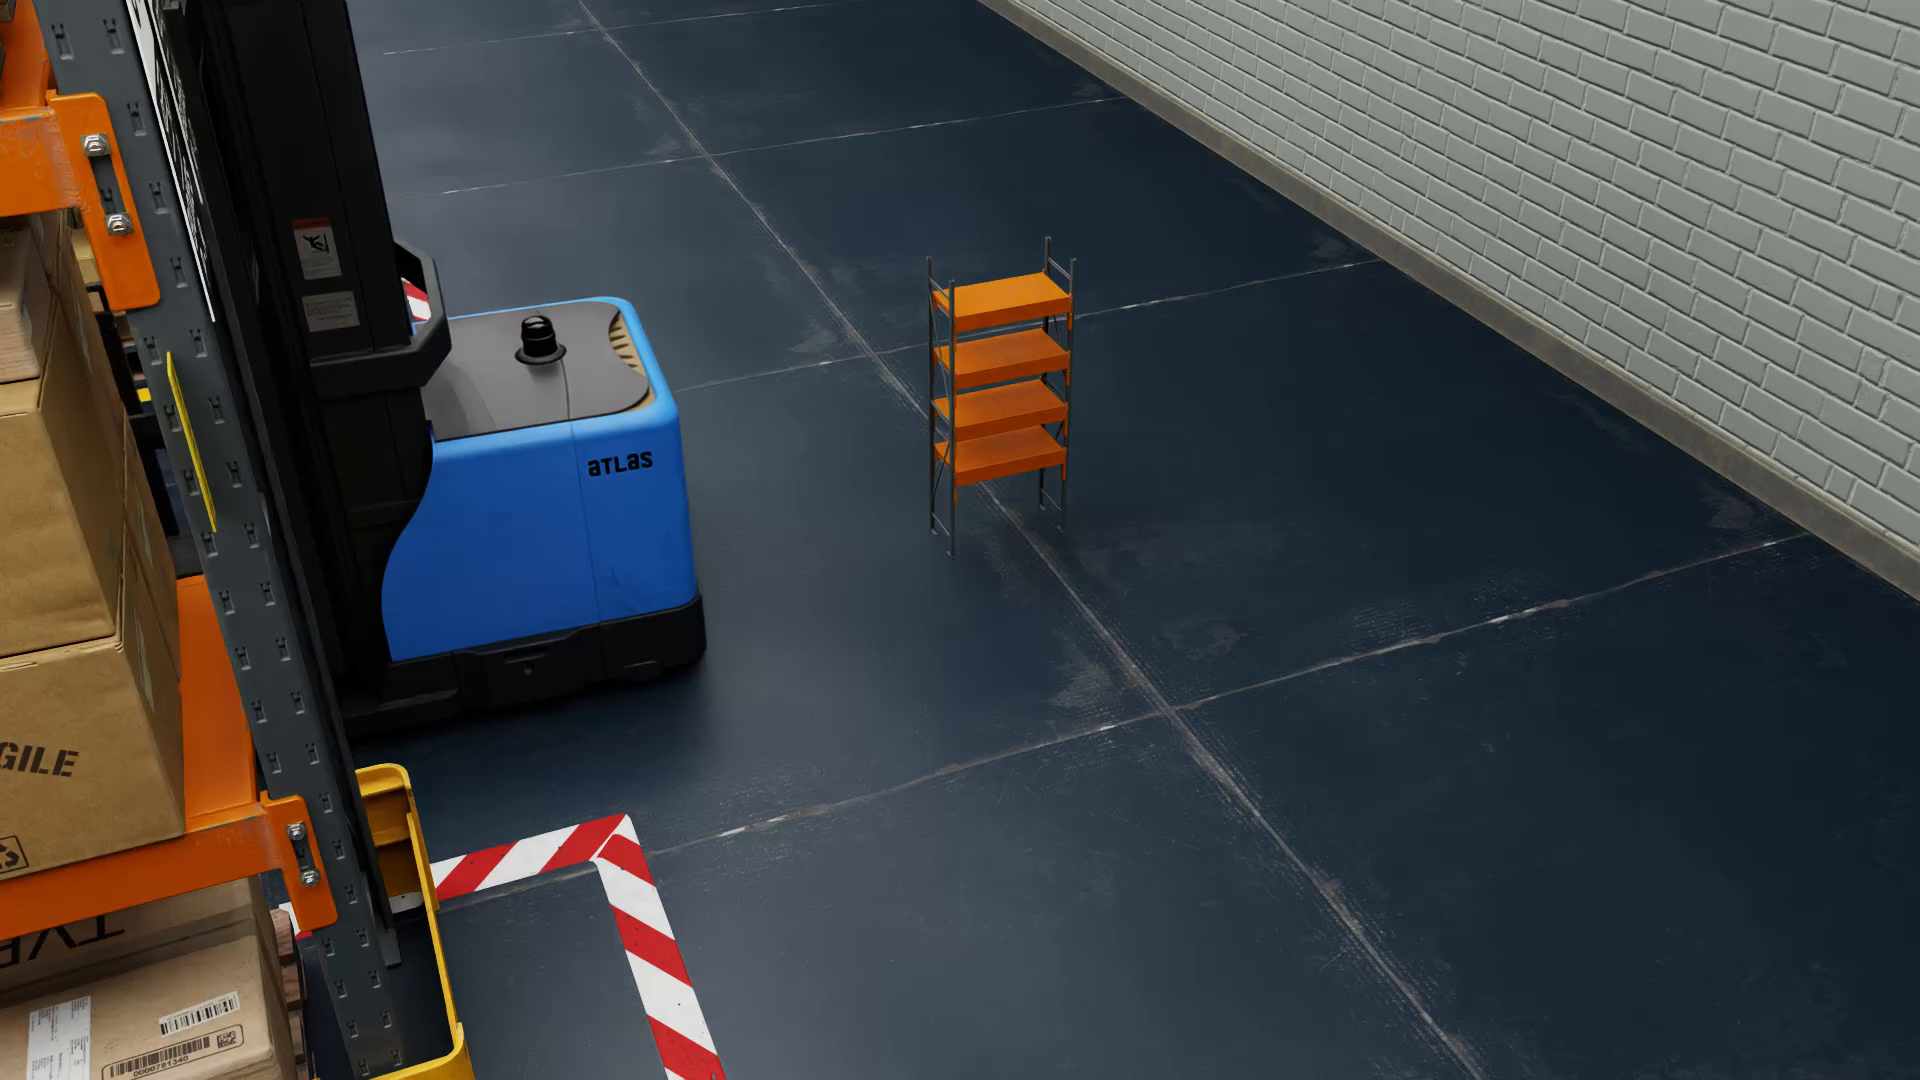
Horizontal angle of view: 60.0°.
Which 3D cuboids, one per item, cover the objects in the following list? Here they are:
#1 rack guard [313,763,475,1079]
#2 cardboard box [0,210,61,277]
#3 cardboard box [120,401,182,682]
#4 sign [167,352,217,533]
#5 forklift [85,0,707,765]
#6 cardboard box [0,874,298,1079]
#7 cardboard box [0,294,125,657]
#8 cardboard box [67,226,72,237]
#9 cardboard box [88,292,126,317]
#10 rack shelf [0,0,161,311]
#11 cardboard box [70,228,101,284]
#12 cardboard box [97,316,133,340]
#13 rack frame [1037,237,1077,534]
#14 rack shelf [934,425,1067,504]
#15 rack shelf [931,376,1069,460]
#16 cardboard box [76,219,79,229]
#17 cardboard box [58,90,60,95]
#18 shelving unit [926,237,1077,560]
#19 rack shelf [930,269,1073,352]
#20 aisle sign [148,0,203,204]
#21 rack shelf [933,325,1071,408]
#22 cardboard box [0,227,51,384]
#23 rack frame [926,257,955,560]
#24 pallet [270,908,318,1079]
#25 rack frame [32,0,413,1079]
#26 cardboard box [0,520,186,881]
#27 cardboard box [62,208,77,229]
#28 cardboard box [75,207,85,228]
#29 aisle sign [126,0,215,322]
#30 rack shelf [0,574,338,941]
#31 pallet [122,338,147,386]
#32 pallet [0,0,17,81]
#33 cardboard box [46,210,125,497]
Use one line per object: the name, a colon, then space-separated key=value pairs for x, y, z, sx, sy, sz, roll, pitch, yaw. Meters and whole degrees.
rack guard: x=-1.554 y=1.178 z=4.481 sx=0.348 sy=0.500 sz=1.175 roll=-13 pitch=35 yaw=-19
cardboard box: x=-2.011 y=-0.662 z=3.414 sx=0.250 sy=0.149 sz=0.380 roll=-12 pitch=35 yaw=-18
cardboard box: x=-2.130 y=0.050 z=3.831 sx=0.500 sy=0.500 sz=0.500 roll=-13 pitch=35 yaw=-19
sign: x=-1.379 y=-0.173 z=2.987 sx=0.005 sy=0.325 sz=0.100 roll=-13 pitch=35 yaw=-19
forklift: x=-2.492 y=-0.741 z=5.201 sx=3.031 sy=2.935 sz=1.130 roll=-11 pitch=35 yaw=-16
cardboard box: x=-2.146 y=1.223 z=4.084 sx=0.875 sy=0.438 sz=0.875 roll=-14 pitch=36 yaw=-21
cardboard box: x=-1.929 y=-0.104 z=3.151 sx=0.500 sy=0.500 sz=0.500 roll=-12 pitch=35 yaw=-17
cardboard box: x=-4.230 y=-1.300 z=7.680 sx=0.250 sy=0.149 sz=0.380 roll=-12 pitch=35 yaw=-18
cardboard box: x=-3.962 y=-1.183 z=7.774 sx=0.250 sy=0.149 sz=0.380 roll=-14 pitch=36 yaw=-20
rack shelf: x=-3.421 y=-0.398 z=2.521 sx=4.000 sy=0.370 sz=1.077 roll=-13 pitch=35 yaw=-19
cardboard box: x=-3.976 y=-1.324 z=7.718 sx=0.250 sy=0.149 sz=0.380 roll=-12 pitch=35 yaw=-18
cardboard box: x=-3.991 y=-1.098 z=7.915 sx=0.250 sy=0.149 sz=0.380 roll=-12 pitch=35 yaw=-18
rack frame: x=0.378 y=-0.589 z=6.556 sx=0.015 sy=1.200 sz=0.240 roll=-13 pitch=35 yaw=-19
rack shelf: x=0.153 y=-0.315 z=6.621 sx=0.480 sy=0.148 sz=0.258 roll=-13 pitch=35 yaw=-19
rack shelf: x=0.153 y=-0.481 z=6.513 sx=0.480 sy=0.148 sz=0.258 roll=-13 pitch=35 yaw=-19
cardboard box: x=-4.443 y=-1.427 z=8.149 sx=0.250 sy=0.149 sz=0.380 roll=-13 pitch=35 yaw=-19
cardboard box: x=-4.021 y=-1.983 z=7.277 sx=0.250 sy=0.149 sz=0.380 roll=-13 pitch=35 yaw=-19
shelving unit: x=0.153 y=-0.538 z=6.476 sx=0.503 sy=1.200 sz=0.258 roll=-13 pitch=35 yaw=-19
rack shelf: x=0.153 y=-0.867 z=6.262 sx=0.480 sy=0.148 sz=0.258 roll=-13 pitch=35 yaw=-19
aisle sign: x=-1.623 y=-1.115 z=3.330 sx=0.004 sy=0.787 sz=0.394 roll=-13 pitch=35 yaw=-19
rack shelf: x=0.153 y=-0.669 z=6.391 sx=0.480 sy=0.148 sz=0.258 roll=-13 pitch=35 yaw=-19
cardboard box: x=-1.830 y=-0.421 z=3.044 sx=0.250 sy=0.149 sz=0.380 roll=-12 pitch=35 yaw=-18
rack frame: x=-0.072 y=-0.486 z=6.397 sx=0.015 sy=1.200 sz=0.240 roll=-13 pitch=35 yaw=-19
pallet: x=-2.284 y=1.512 z=4.232 sx=1.213 sy=0.211 sz=1.003 roll=-13 pitch=35 yaw=-19
rack frame: x=-1.577 y=0.135 z=3.792 sx=0.127 sy=3.000 sz=1.000 roll=-13 pitch=35 yaw=-19
cardboard box: x=-1.919 y=0.328 z=3.403 sx=0.500 sy=0.500 sz=0.500 roll=-13 pitch=35 yaw=-19
cardboard box: x=-4.408 y=-1.504 z=7.995 sx=0.250 sy=0.149 sz=0.380 roll=-12 pitch=35 yaw=-18
cardboard box: x=-4.201 y=-1.623 z=8.178 sx=0.250 sy=0.149 sz=0.380 roll=-15 pitch=36 yaw=-21
aisle sign: x=-1.390 y=-0.814 z=2.866 sx=0.004 sy=0.787 sz=0.394 roll=-13 pitch=35 yaw=-19
rack shelf: x=-3.421 y=0.859 z=3.339 sx=4.000 sy=0.370 sz=1.077 roll=-13 pitch=35 yaw=-19
pallet: x=-4.419 y=-0.994 z=8.084 sx=1.213 sy=0.211 sz=1.003 roll=-13 pitch=35 yaw=-19
pallet: x=-2.257 y=-0.923 z=2.749 sx=1.213 sy=0.211 sz=1.003 roll=-13 pitch=35 yaw=-19
cardboard box: x=-2.129 y=-0.368 z=3.556 sx=0.500 sy=0.500 sz=0.500 roll=-14 pitch=35 yaw=-20
